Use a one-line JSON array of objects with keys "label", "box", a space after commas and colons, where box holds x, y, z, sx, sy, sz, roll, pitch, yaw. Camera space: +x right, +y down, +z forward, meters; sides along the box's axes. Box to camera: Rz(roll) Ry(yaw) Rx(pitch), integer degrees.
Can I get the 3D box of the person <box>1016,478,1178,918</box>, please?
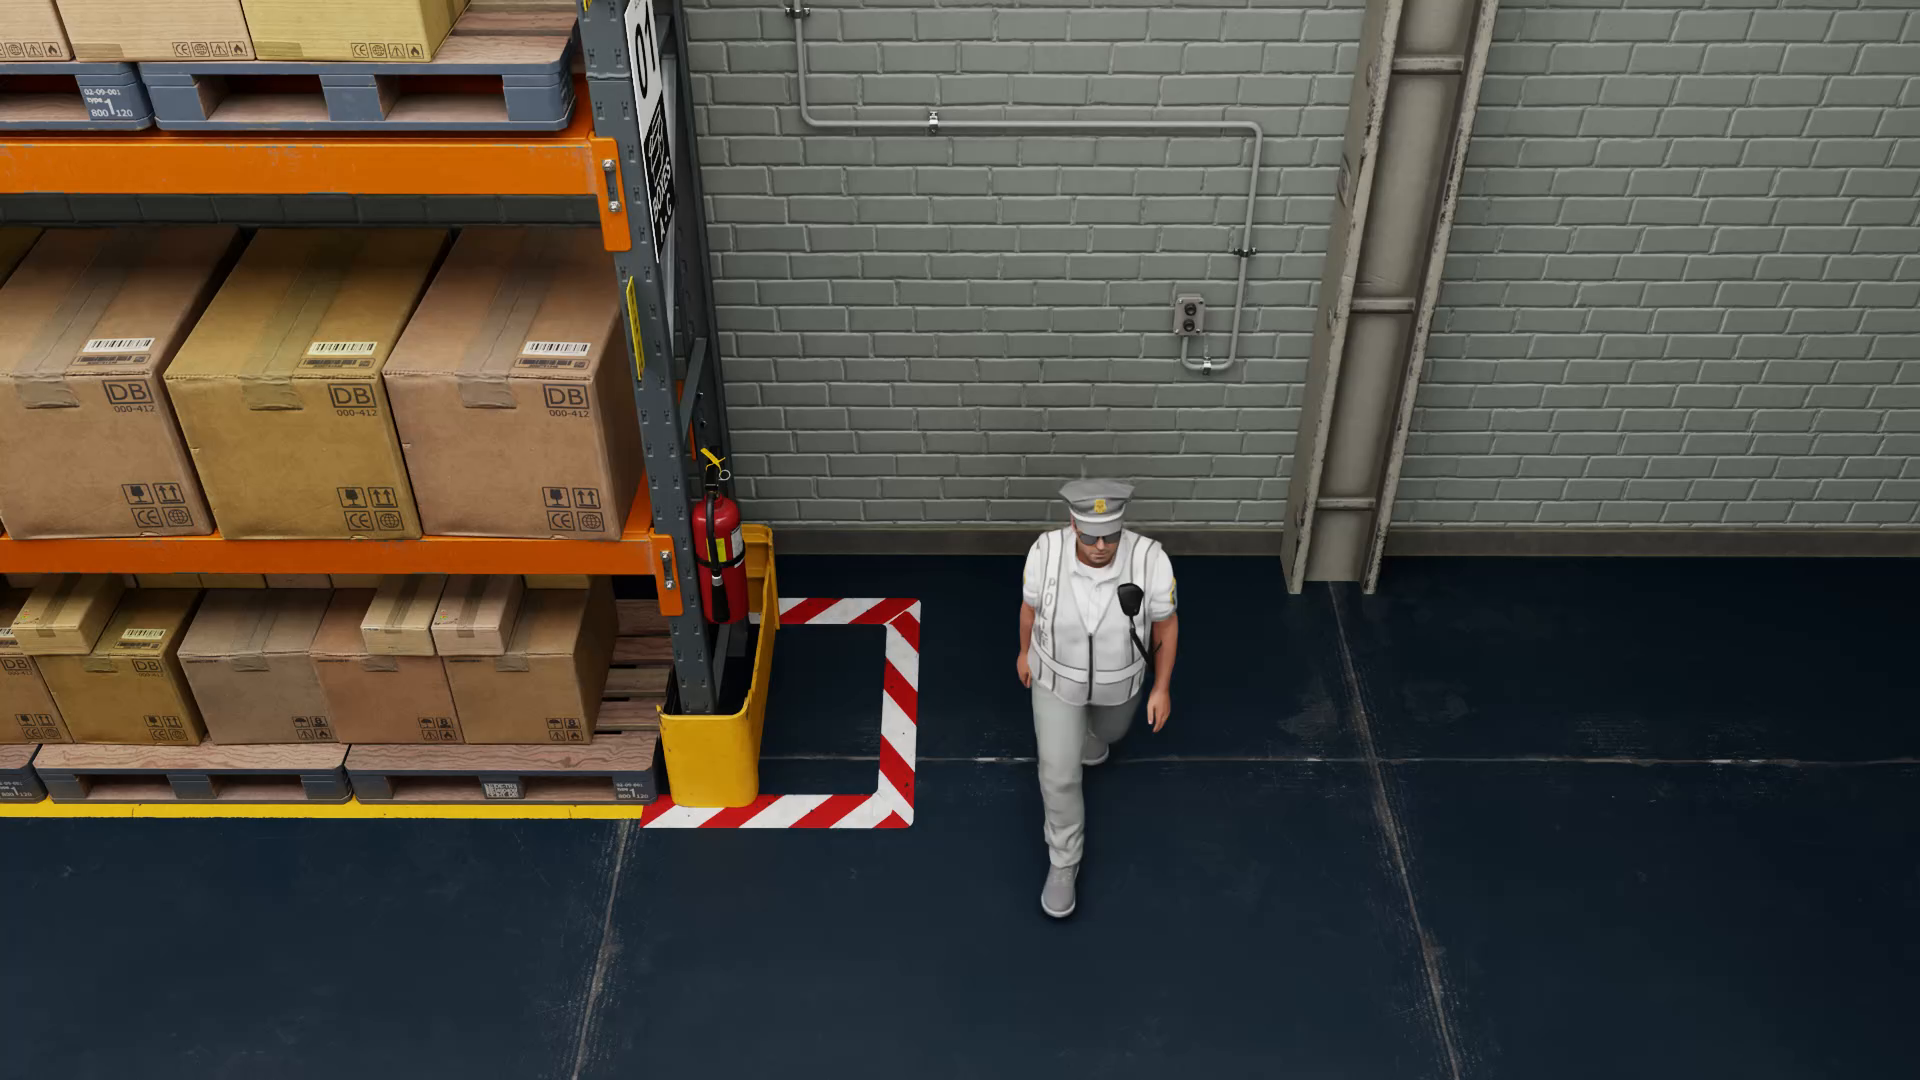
[{"label": "person", "box": [0.484, 0.430, 5.973, 0.557, 1.722, 1.034, 1, 39, 1]}]
